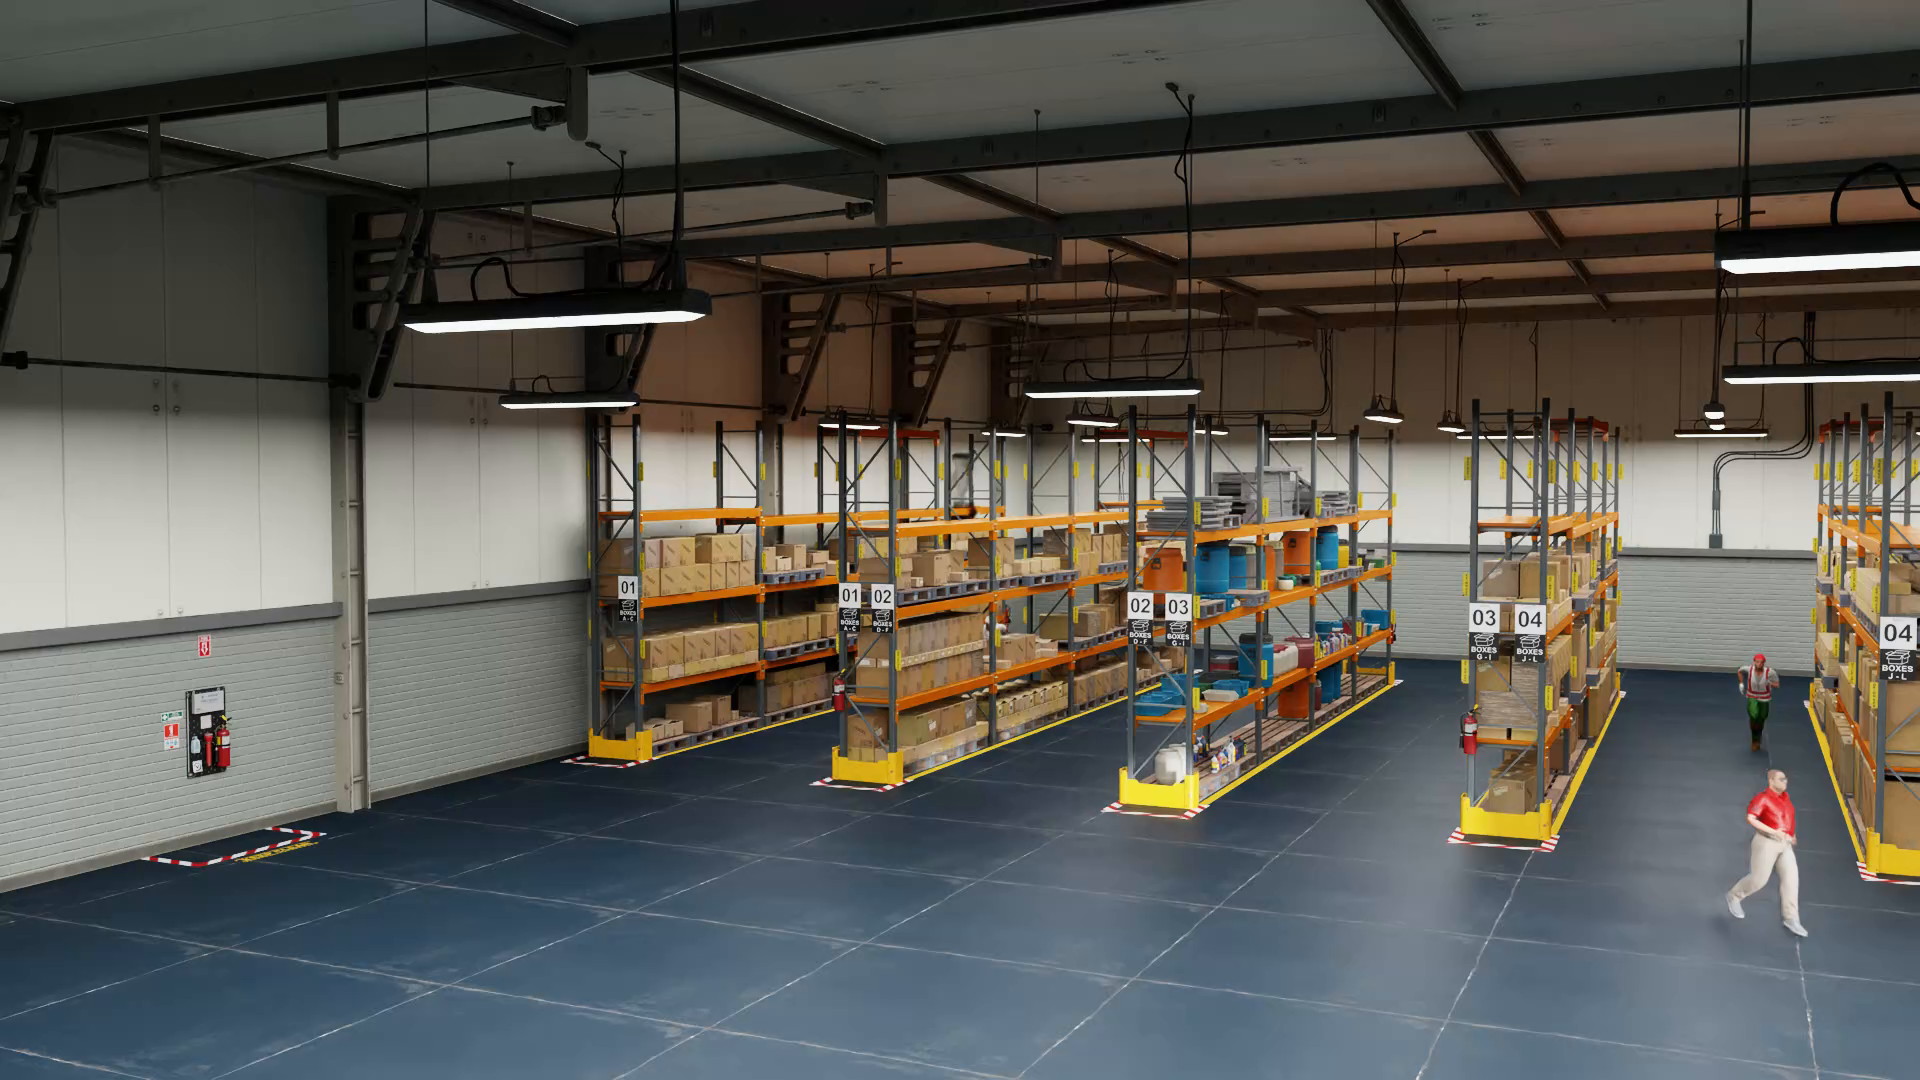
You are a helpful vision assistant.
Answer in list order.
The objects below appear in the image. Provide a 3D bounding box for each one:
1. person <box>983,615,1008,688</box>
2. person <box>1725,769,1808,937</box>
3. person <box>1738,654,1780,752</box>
[{"bbox_3d":[0.758,2.587,38.809,0.744,1.711,1.058,0,2,11],"label":"person"},{"bbox_3d":[8.939,3.383,18.262,0.703,1.732,0.994,-1,3,-22],"label":"person"},{"bbox_3d":[14.350,2.897,29.893,0.646,1.763,0.953,1,2,19],"label":"person"}]
